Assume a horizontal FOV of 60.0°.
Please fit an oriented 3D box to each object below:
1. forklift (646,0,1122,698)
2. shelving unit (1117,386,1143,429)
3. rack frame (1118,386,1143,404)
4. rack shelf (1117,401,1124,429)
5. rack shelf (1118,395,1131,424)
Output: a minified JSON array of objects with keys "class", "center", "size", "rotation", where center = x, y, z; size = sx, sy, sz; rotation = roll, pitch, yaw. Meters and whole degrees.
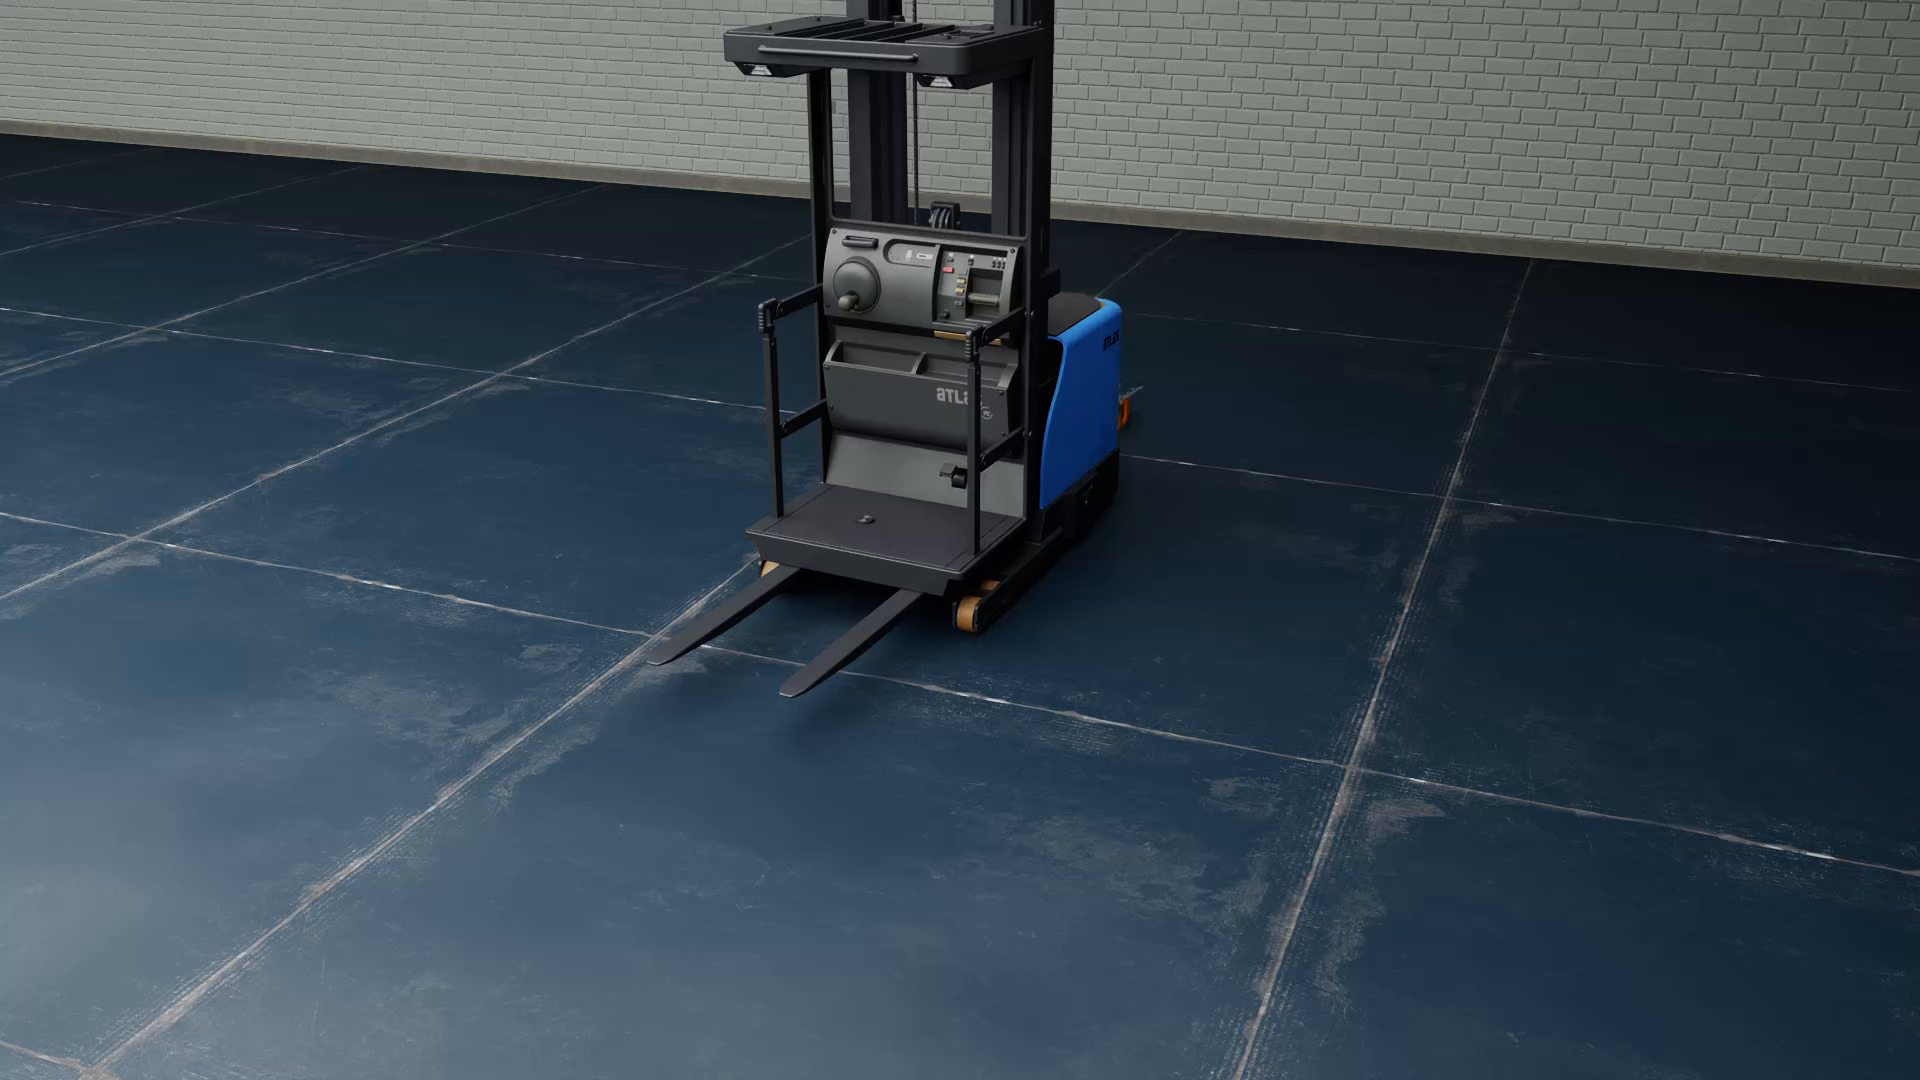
[{"class":"forklift","center":[-0.272,-1.137,7.168],"size":[1.130,2.935,3.031],"rotation":[11,25,24]},{"class":"shelving unit","center":[0.752,-0.685,9.662],"size":[0.258,0.189,1.200],"rotation":[11,22,22]},{"class":"rack frame","center":[0.755,-0.771,9.630],"size":[0.240,0.006,1.200],"rotation":[11,22,22]},{"class":"rack shelf","center":[0.834,-0.743,9.830],"size":[0.258,0.180,0.103],"rotation":[11,22,22]},{"class":"rack shelf","center":[0.884,-0.779,9.933],"size":[0.258,0.180,0.103],"rotation":[11,22,22]}]
